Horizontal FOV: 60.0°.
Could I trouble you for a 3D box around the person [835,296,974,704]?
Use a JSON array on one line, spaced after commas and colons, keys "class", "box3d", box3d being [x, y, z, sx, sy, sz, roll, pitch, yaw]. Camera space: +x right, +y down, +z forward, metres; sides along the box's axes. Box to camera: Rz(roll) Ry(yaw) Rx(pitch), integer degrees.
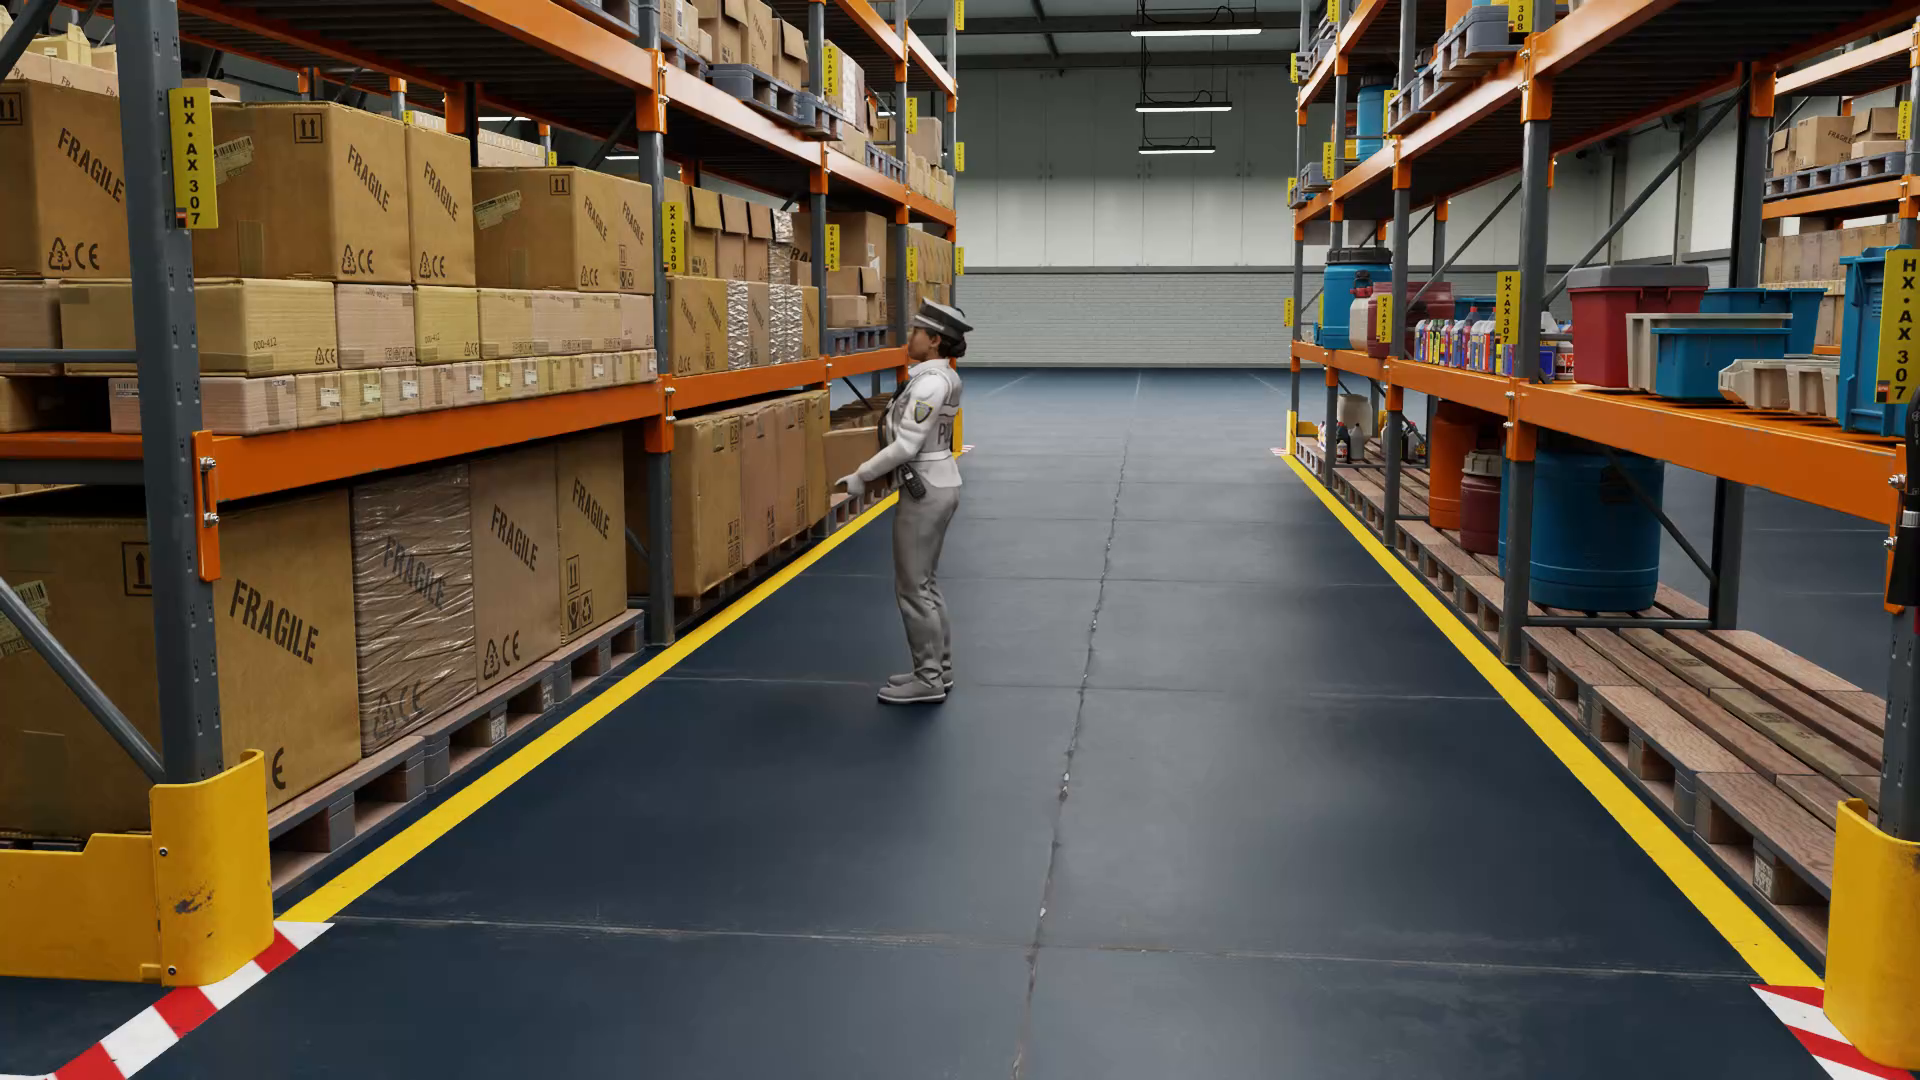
[{"class": "person", "box3d": [-0.223, -0.172, 6.976, 0.564, 1.686, 0.460, 1, 8, 6]}]
